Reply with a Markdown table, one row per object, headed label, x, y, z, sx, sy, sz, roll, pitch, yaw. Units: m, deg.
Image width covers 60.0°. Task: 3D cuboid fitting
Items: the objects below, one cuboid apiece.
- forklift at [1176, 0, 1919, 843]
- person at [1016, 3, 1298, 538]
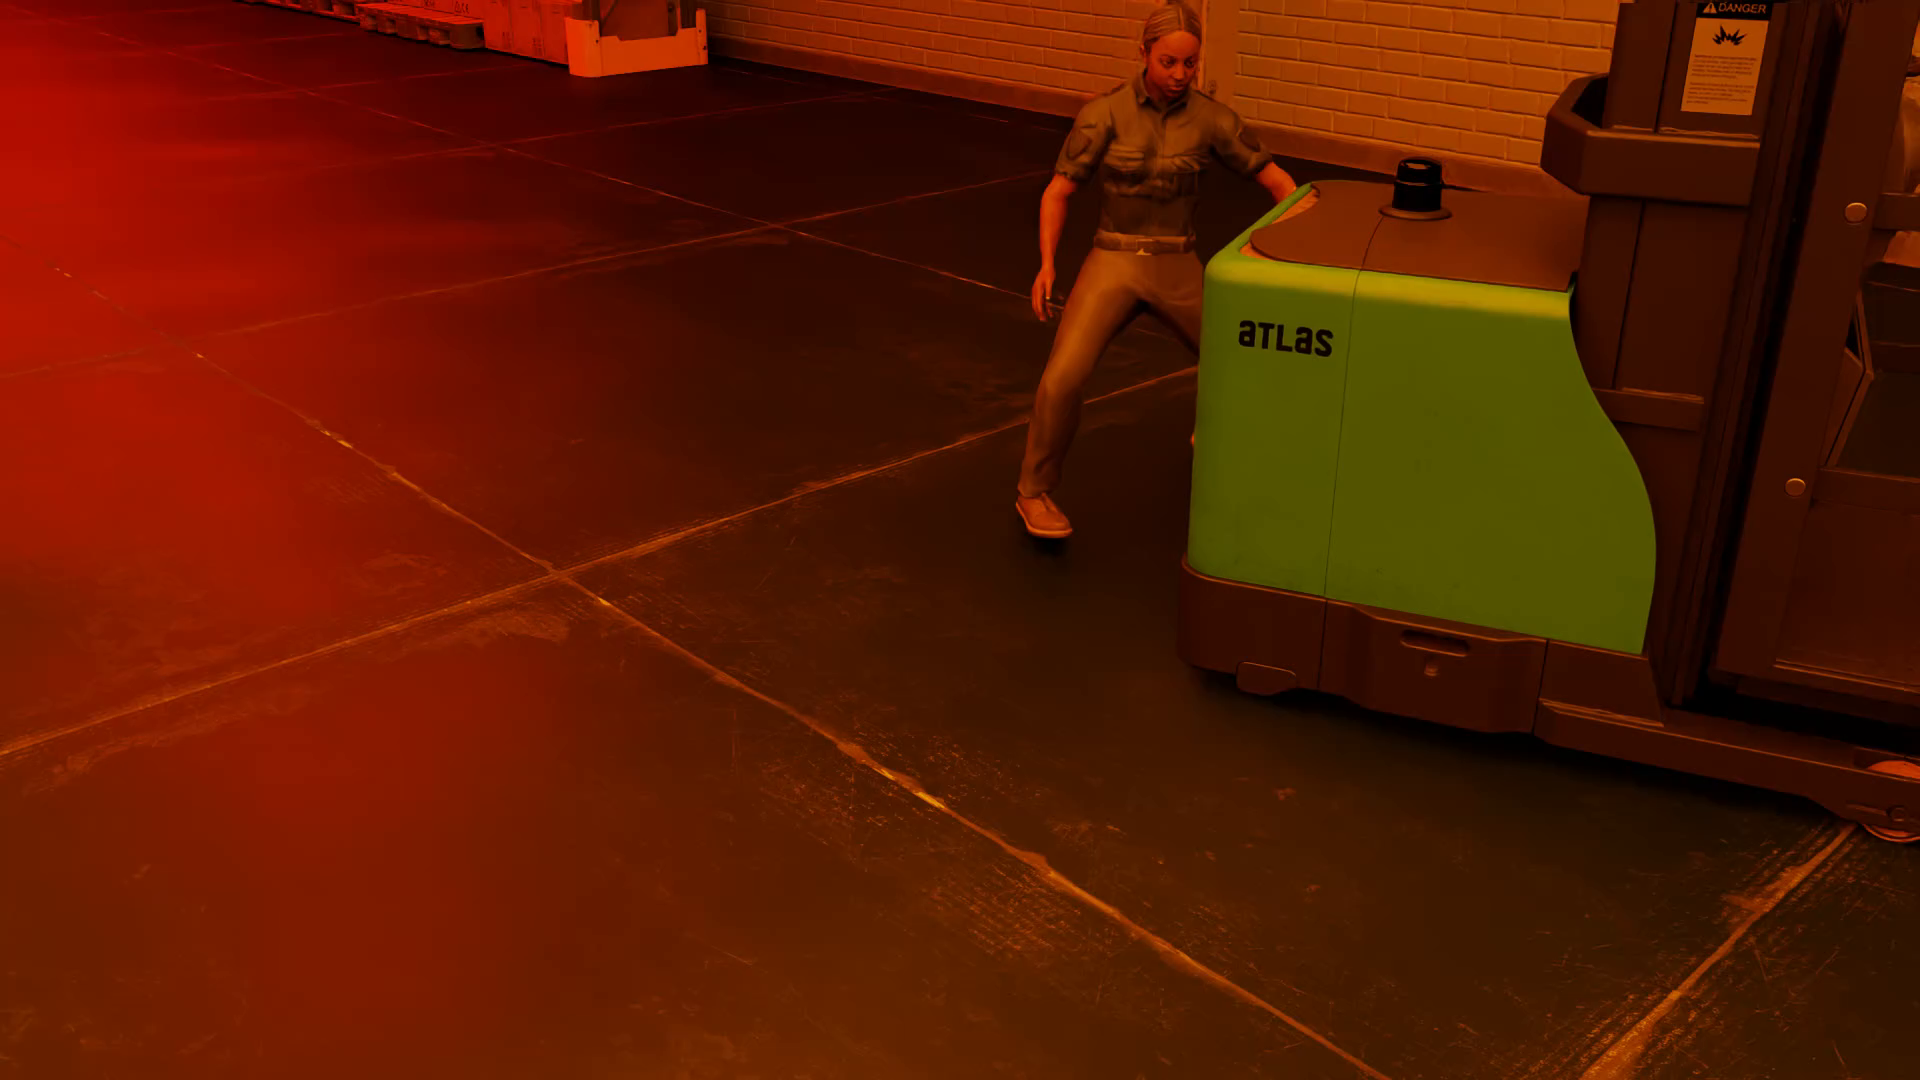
| label | x | y | z | sx | sy | sz | roll | pitch | yaw |
| --- | --- | --- | --- | --- | --- | --- | --- | --- | --- |
| forklift | 2.098 | -0.918 | 3.384 | 3.031 | 2.935 | 1.130 | 10 | 26 | 22 |
| person | 0.610 | -0.796 | 4.880 | 0.906 | 1.490 | 0.784 | -1 | 24 | -3 |
